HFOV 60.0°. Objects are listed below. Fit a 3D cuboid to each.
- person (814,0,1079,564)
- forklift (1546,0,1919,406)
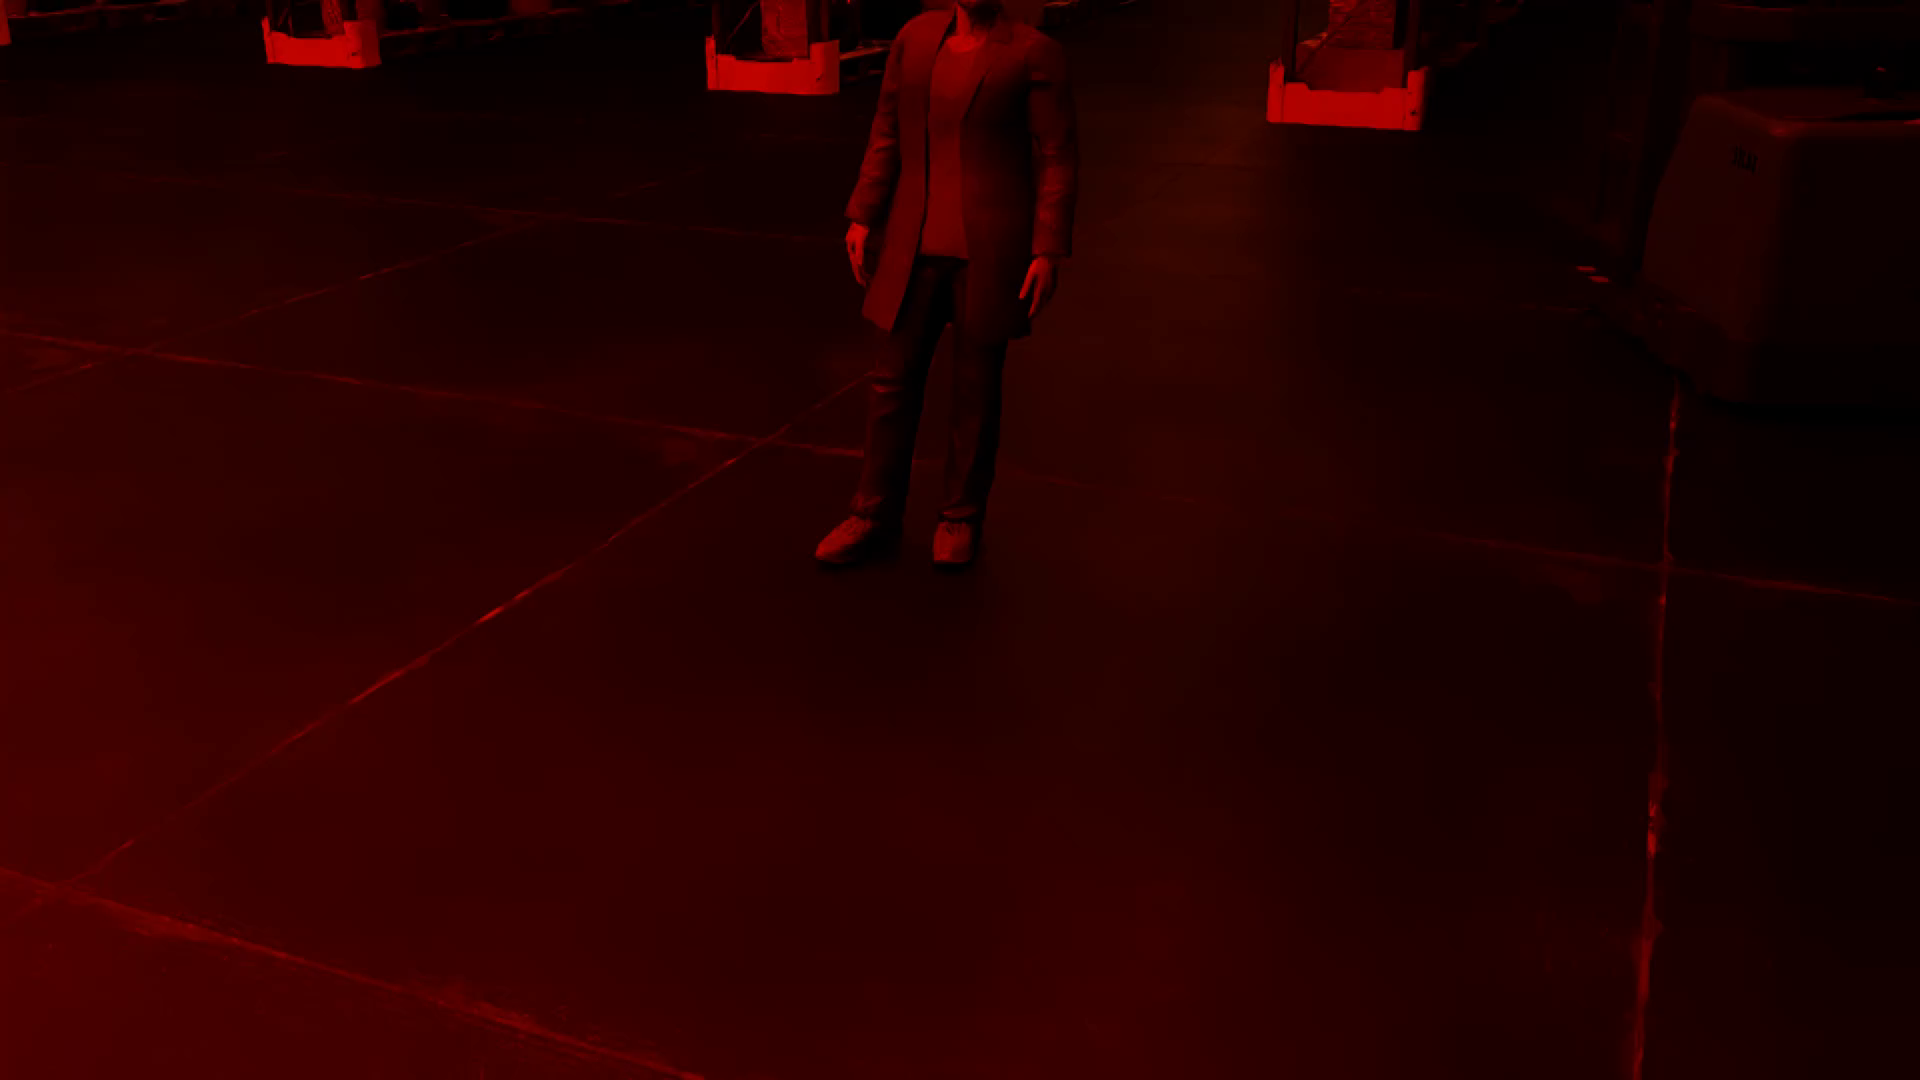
[{"bbox_3d":[-0.039,-0.795,4.671,0.694,1.776,0.580,9,24,21],"label":"person"},{"bbox_3d":[3.391,-2.361,6.941,1.130,2.935,3.031,1,23,2],"label":"forklift"}]
